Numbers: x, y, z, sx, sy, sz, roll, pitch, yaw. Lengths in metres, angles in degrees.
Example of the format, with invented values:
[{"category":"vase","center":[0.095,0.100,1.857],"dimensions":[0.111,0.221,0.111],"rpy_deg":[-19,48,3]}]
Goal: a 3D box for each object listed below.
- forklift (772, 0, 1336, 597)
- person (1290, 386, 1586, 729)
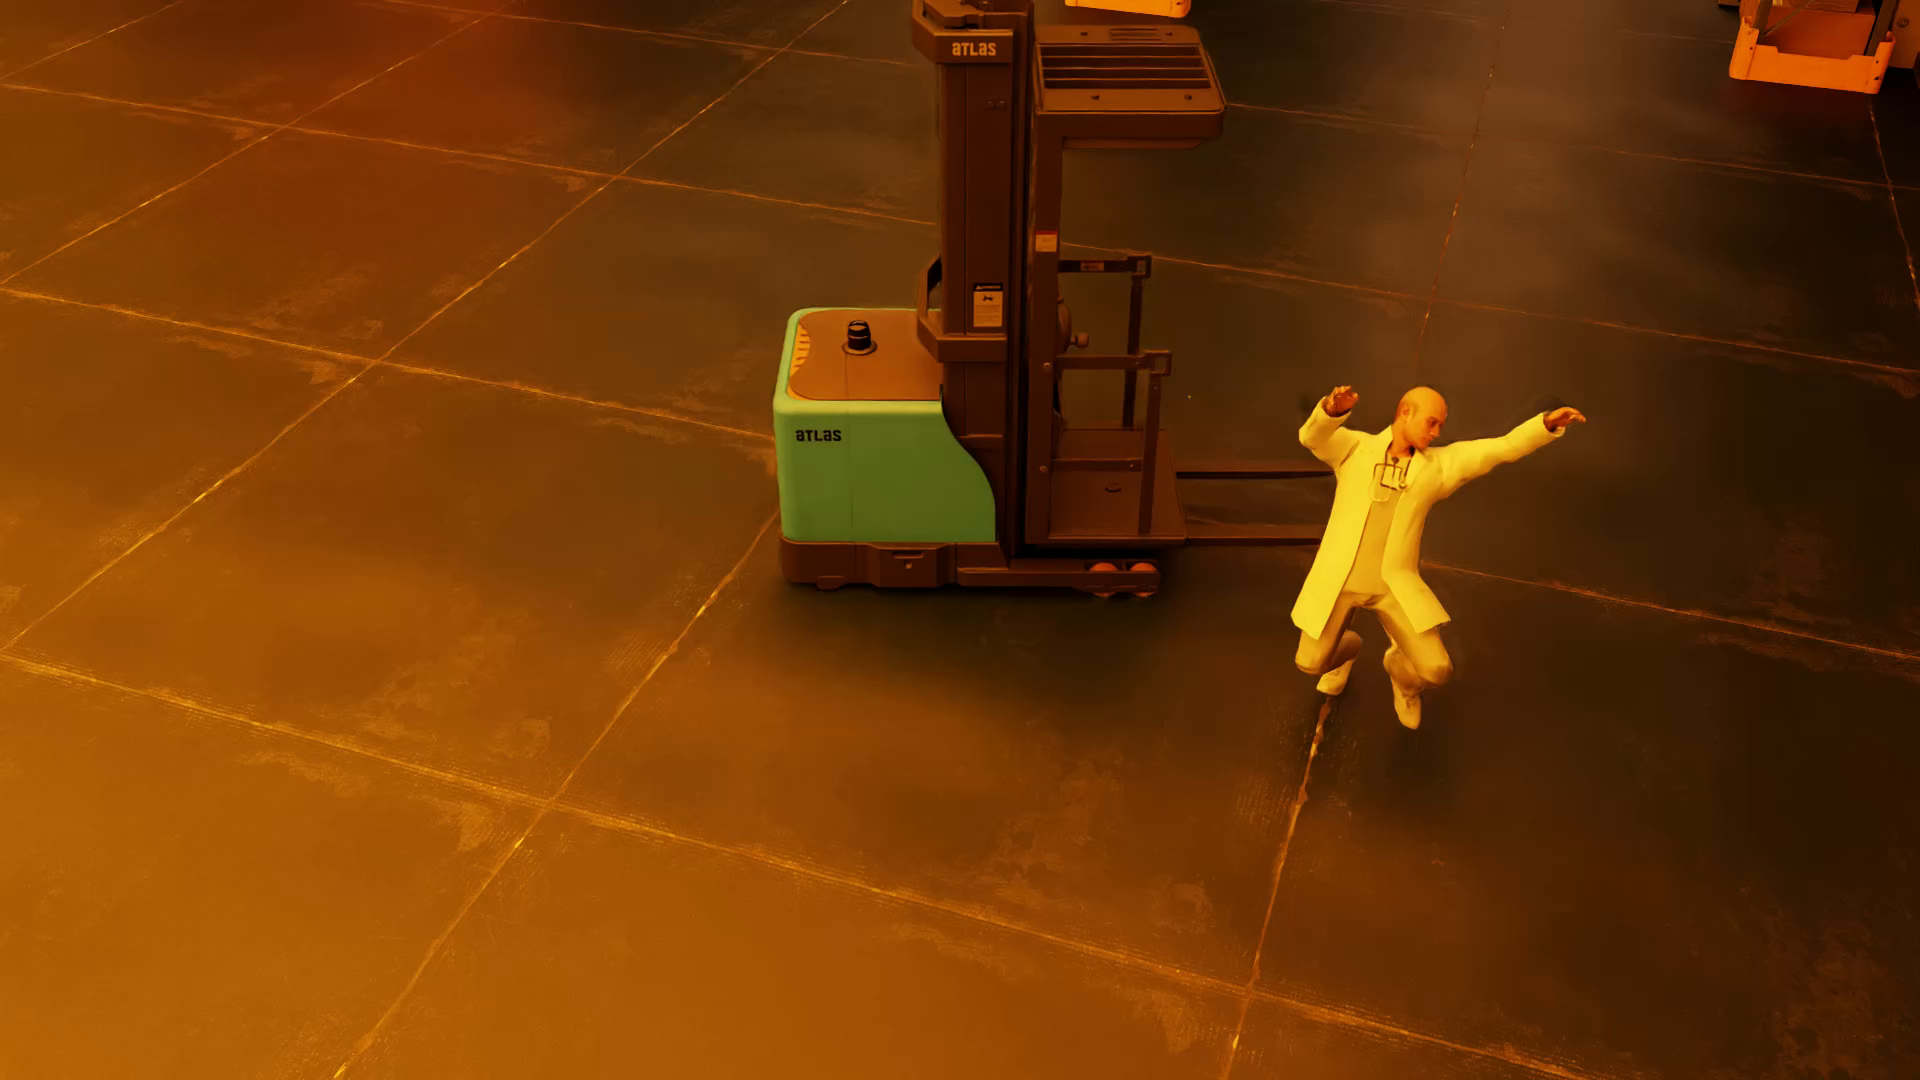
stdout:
[{"category":"forklift","center":[0.628,-1.225,7.839],"dimensions":[3.031,2.935,1.130],"rpy_deg":[0,35,0]},{"category":"person","center":[1.915,0.060,7.011],"dimensions":[1.087,1.731,0.794],"rpy_deg":[10,37,14]}]
